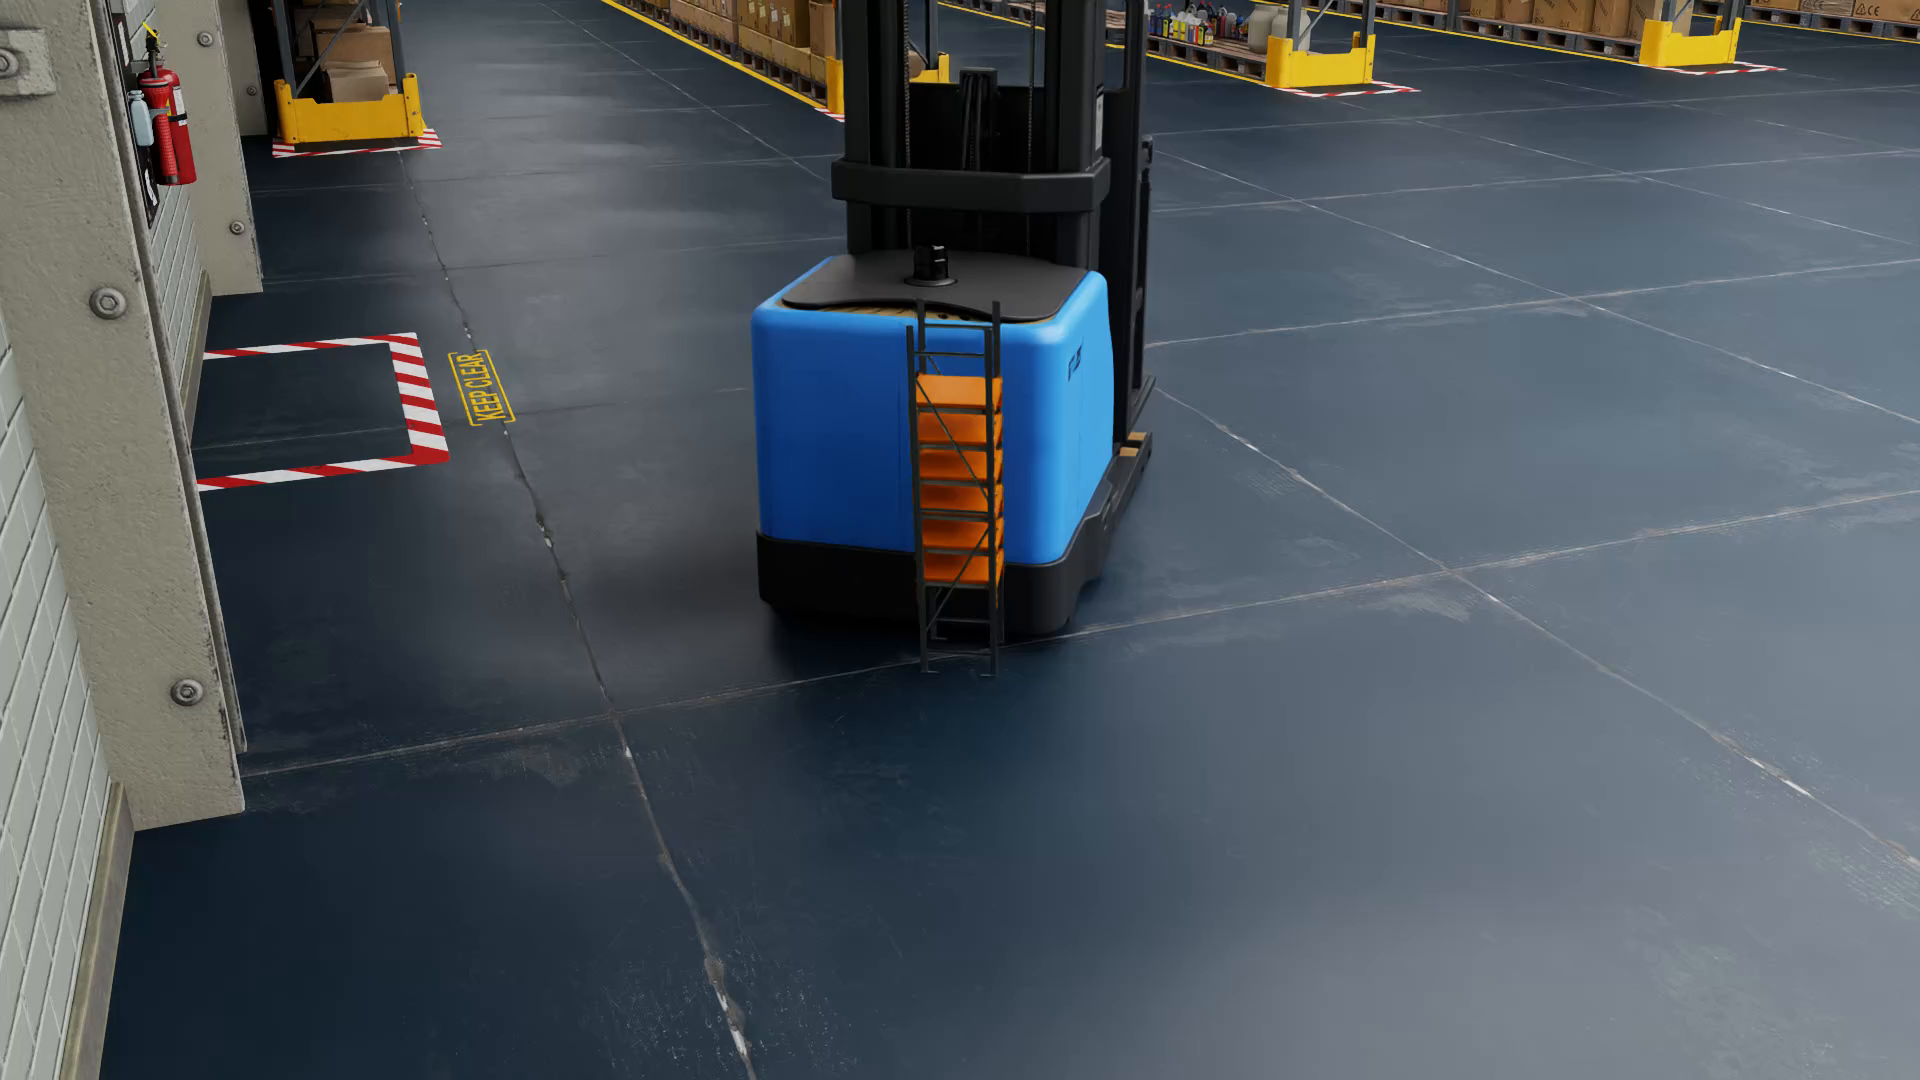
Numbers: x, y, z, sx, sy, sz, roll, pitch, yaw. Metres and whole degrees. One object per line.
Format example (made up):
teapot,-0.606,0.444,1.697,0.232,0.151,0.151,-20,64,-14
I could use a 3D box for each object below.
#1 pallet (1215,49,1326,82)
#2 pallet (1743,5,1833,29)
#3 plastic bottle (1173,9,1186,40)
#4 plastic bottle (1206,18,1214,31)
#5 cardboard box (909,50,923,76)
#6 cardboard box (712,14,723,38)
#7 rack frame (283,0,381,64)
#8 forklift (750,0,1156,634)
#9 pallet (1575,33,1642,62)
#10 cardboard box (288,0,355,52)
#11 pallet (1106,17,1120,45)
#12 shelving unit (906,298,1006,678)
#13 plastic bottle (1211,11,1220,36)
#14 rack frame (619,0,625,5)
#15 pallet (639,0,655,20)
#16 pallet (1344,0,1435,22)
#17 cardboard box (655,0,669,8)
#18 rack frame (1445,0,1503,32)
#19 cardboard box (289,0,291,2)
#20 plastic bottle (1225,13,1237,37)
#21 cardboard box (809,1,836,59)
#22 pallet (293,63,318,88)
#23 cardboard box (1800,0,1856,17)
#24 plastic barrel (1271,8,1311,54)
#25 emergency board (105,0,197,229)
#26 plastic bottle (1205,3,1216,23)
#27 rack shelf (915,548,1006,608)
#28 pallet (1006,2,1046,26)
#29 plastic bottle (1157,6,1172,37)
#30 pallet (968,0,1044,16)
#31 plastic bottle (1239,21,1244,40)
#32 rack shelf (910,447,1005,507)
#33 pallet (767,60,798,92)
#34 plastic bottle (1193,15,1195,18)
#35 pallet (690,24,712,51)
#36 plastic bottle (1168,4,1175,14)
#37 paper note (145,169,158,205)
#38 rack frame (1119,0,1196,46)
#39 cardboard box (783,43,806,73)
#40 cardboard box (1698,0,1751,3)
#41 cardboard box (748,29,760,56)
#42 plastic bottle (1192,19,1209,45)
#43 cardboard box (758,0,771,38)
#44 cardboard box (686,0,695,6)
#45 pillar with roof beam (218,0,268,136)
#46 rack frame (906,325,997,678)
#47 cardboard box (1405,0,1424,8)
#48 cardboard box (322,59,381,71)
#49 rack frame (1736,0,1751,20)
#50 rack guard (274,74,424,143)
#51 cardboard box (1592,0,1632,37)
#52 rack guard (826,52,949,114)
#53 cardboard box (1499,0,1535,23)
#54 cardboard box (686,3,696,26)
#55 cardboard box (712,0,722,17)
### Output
pallet,3.579,-5.313,18.584,1.003,0.211,1.213,-8,24,-19
pallet,12.024,-7.486,23.739,1.003,0.211,1.213,-8,24,-19
plastic bottle,2.633,-6.143,19.808,0.144,0.351,0.185,-9,24,-19
plastic bottle,2.909,-5.949,19.434,0.061,0.283,0.133,-8,24,-19
cardboard box,-0.685,-4.755,16.668,0.500,0.250,0.500,-8,24,-19
cardboard box,-2.711,-6.278,20.282,0.500,0.250,0.500,-9,24,-20
rack frame,-6.749,-6.375,17.514,1.000,3.000,0.127,-8,24,-19
forklift,0.182,-1.592,6.252,1.130,2.935,3.031,6,24,13
pallet,8.285,-6.003,20.222,1.003,0.211,1.213,-8,24,-19
cardboard box,-7.254,-5.872,18.972,0.700,0.500,0.500,-9,24,-20
pallet,2.205,-6.730,21.945,1.003,0.211,1.213,-8,24,-19
shelving unit,-0.004,-0.130,4.994,0.258,1.200,0.189,3,33,8
plastic bottle,3.111,-6.281,20.220,0.061,0.283,0.133,-8,24,-19
rack frame,-4.942,-9.963,26.026,1.000,3.000,0.127,-8,24,-19
pallet,-4.185,-7.944,24.825,1.003,0.211,1.213,-8,24,-19
pallet,6.441,-7.856,24.617,1.003,0.211,1.213,-8,24,-19
cardboard box,-4.079,-7.868,23.708,0.500,0.500,0.500,-7,24,-17
rack frame,7.153,-8.414,22.351,1.000,3.000,0.127,-8,24,-19
cardboard box,-7.786,-6.422,20.276,0.700,0.500,0.500,-8,24,-19
plastic bottle,3.252,-6.241,20.136,0.152,0.276,0.135,-8,24,-18
cardboard box,-1.171,-5.029,16.353,0.500,0.500,0.500,-8,24,-19
pallet,-6.479,-4.851,17.488,1.003,0.211,1.213,-8,24,-19
cardboard box,12.307,-7.707,22.869,0.875,0.875,0.875,-8,24,-19
plastic barrel,3.628,-5.557,18.235,0.421,0.512,0.421,0,23,0
emergency board,-3.436,-1.974,7.072,0.194,1.169,0.643,-8,24,-19
plastic bottle,3.084,-6.452,20.541,0.144,0.351,0.185,-10,25,-22
rack shelf,0.003,0.110,5.146,0.258,0.103,0.180,3,33,8
pallet,1.343,-7.616,24.048,1.003,0.211,1.213,-8,24,-19
plastic bottle,2.483,-6.298,20.174,0.144,0.351,0.185,-9,25,-21
pallet,0.788,-8.184,25.395,1.003,0.211,1.213,-8,24,-19
plastic bottle,3.392,-6.093,19.880,0.097,0.201,0.097,0,23,0
rack shelf,-0.005,-0.194,4.954,0.258,0.103,0.180,3,33,8
pallet,-1.440,-5.033,17.918,1.003,0.211,1.213,-8,24,-19
plastic bottle,2.763,-6.138,19.892,0.152,0.276,0.135,-8,24,-19
pallet,-2.848,-6.478,21.347,1.003,0.211,1.213,-8,24,-19
plastic bottle,2.551,-6.386,20.384,0.144,0.351,0.185,-8,24,-19
paper note,-3.438,-1.495,7.068,0.016,0.148,0.142,-8,24,-19
rack frame,2.519,-7.735,20.739,1.000,3.000,0.127,-8,24,-19
cardboard box,-1.535,-5.045,17.357,0.500,0.250,0.500,-8,24,-19
cardboard box,11.525,-8.428,24.740,1.050,0.750,0.750,-8,24,-19
cardboard box,-2.064,-5.590,18.651,0.500,0.250,0.500,-8,24,-19
plastic bottle,2.810,-5.931,19.401,0.152,0.276,0.135,-8,24,-19
cardboard box,-1.892,-5.753,18.073,0.500,0.500,0.500,-8,24,-19
cardboard box,-3.248,-7.089,21.484,0.500,0.311,0.500,-9,24,-20
pillar with roof beam,-2.365,-8.413,14.623,9.100,9.000,0.400,-8,24,-19
rack frame,-0.017,-0.081,4.918,0.240,1.200,0.006,3,33,8
cardboard box,6.805,-7.867,23.705,0.700,0.500,0.500,-8,24,-19
cardboard box,-5.698,-4.356,15.619,0.500,0.311,0.500,-6,24,-15
rack frame,11.829,-9.058,23.879,1.000,3.000,0.127,-8,24,-19
rack guard,-5.363,-3.798,14.616,1.175,0.500,0.348,-8,24,-19
cardboard box,8.118,-6.444,20.355,0.500,0.500,0.500,-2,23,-5
rack guard,-0.695,-4.442,16.146,1.175,0.500,0.348,-8,24,-19
cardboard box,7.466,-7.098,21.906,0.500,0.500,0.500,-1,23,-2
cardboard box,-3.251,-6.835,21.604,0.500,0.250,0.500,-9,24,-20
cardboard box,-2.717,-6.537,20.175,0.500,0.311,0.500,-8,24,-18
